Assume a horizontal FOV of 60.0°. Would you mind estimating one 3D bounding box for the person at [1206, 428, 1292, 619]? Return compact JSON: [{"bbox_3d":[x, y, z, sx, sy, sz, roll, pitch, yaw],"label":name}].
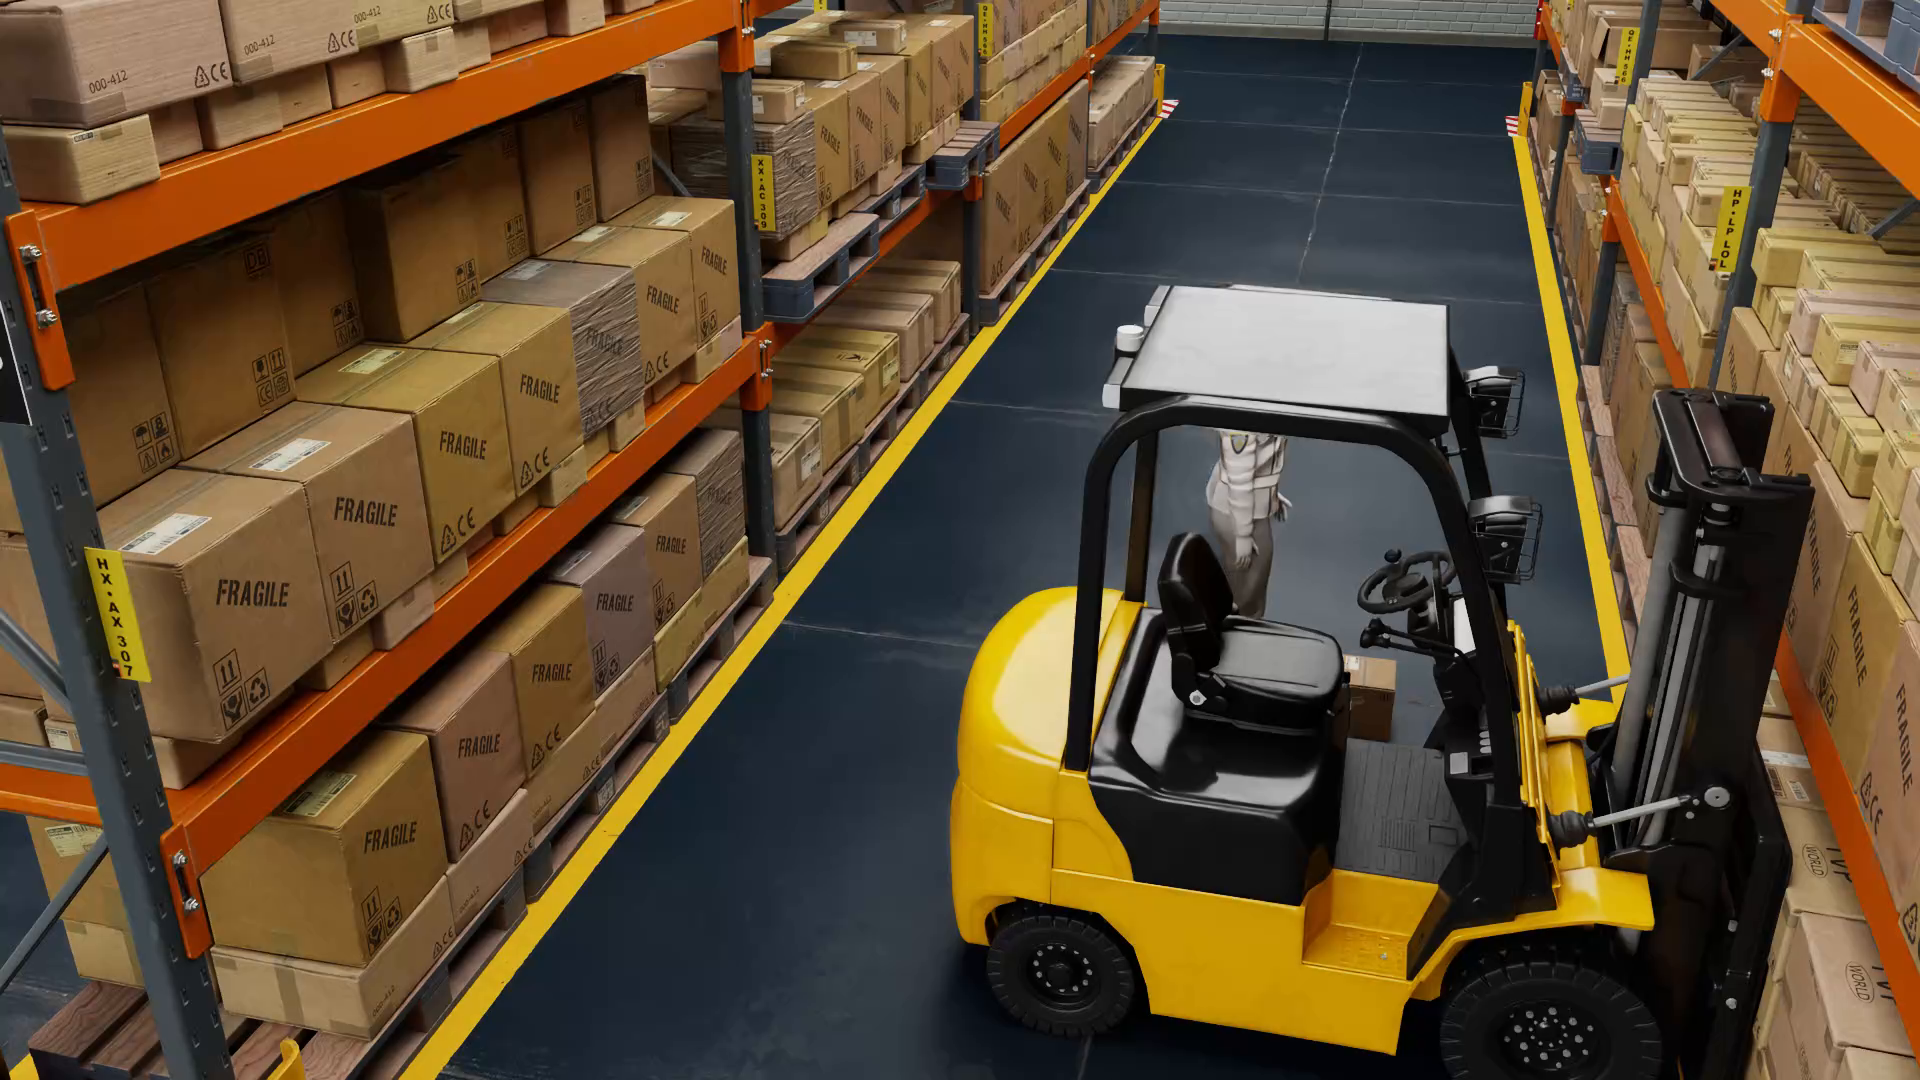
[{"bbox_3d":[1.179,-0.109,6.768,0.421,1.713,0.509,3,26,6],"label":"person"}]
